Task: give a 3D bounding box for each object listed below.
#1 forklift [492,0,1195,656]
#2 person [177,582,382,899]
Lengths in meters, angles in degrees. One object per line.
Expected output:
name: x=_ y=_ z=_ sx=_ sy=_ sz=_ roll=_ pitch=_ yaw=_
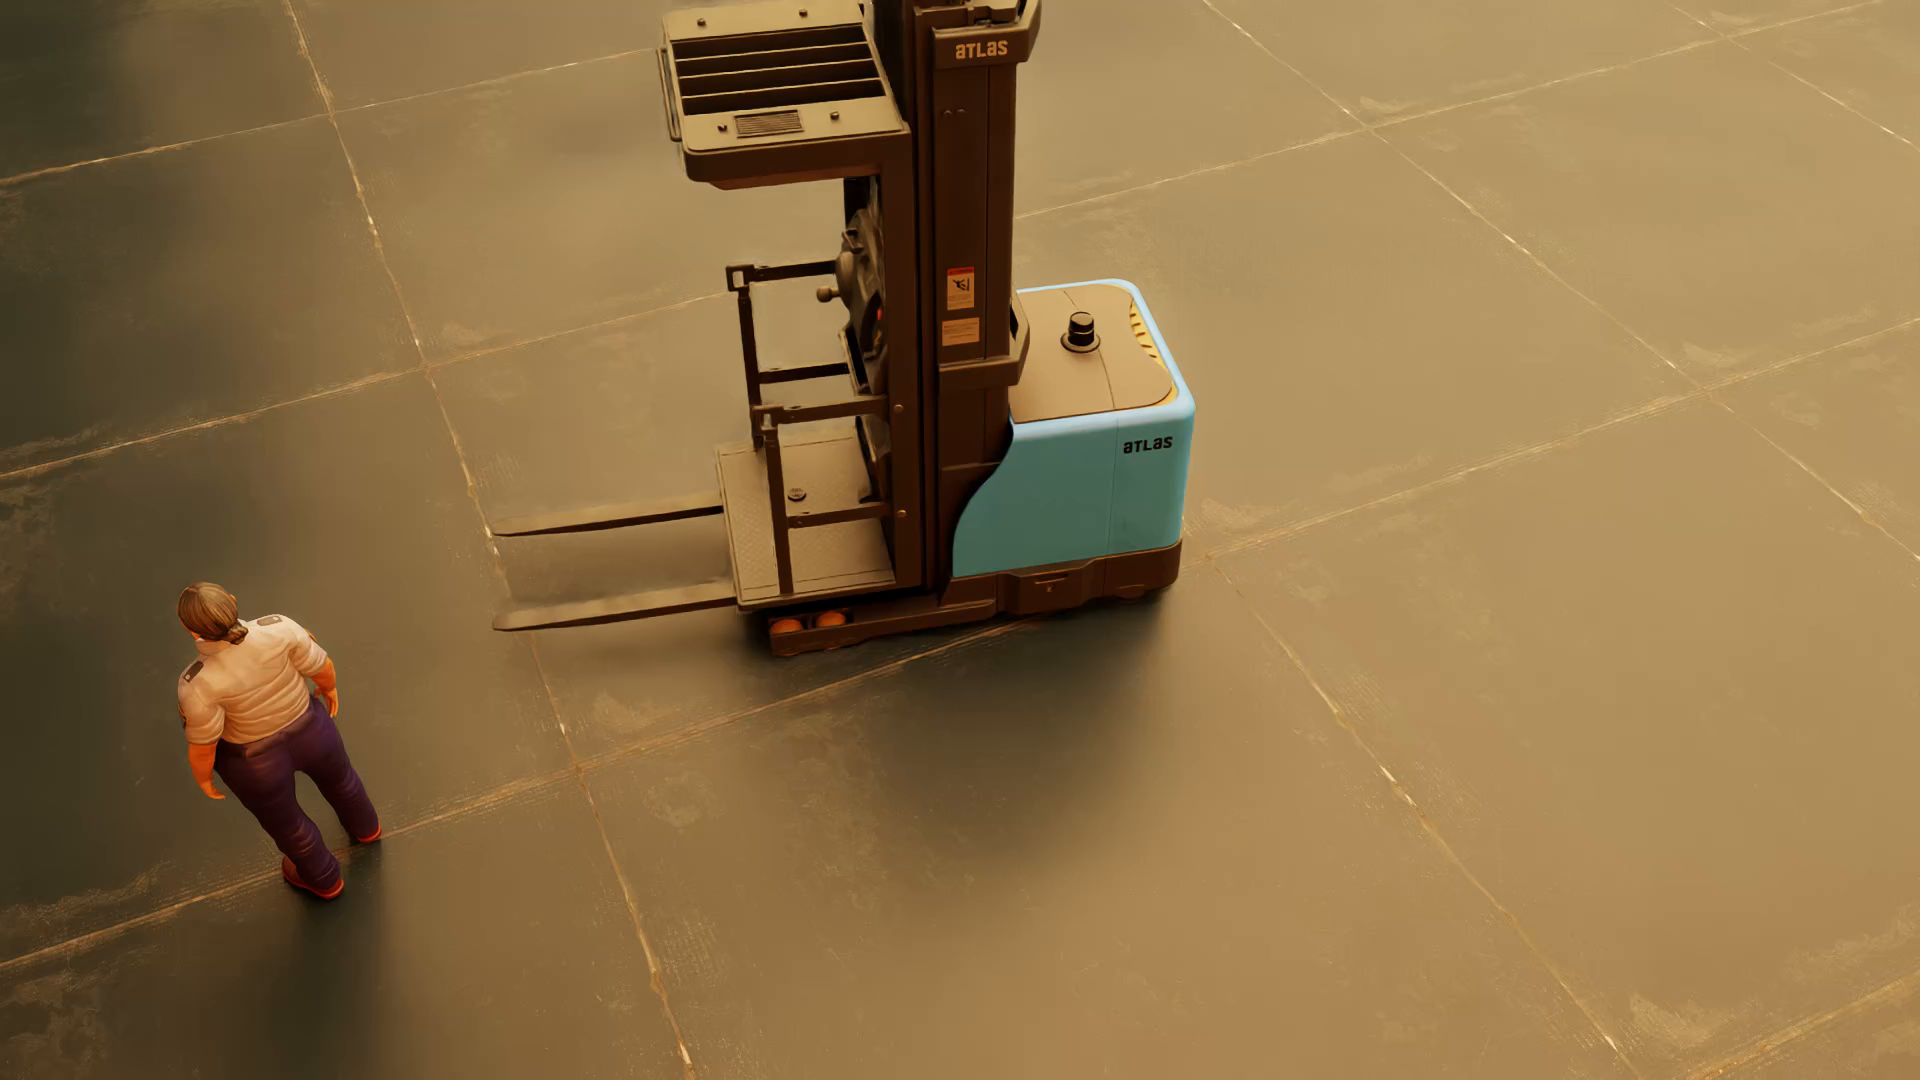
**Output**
forklift: x=-0.579 y=-0.960 z=6.709 sx=3.031 sy=2.935 sz=1.130 roll=-8 pitch=44 yaw=-9
person: x=-2.463 y=0.669 z=5.894 sx=0.503 sy=1.651 sz=0.596 roll=31 pitch=51 yaw=29
